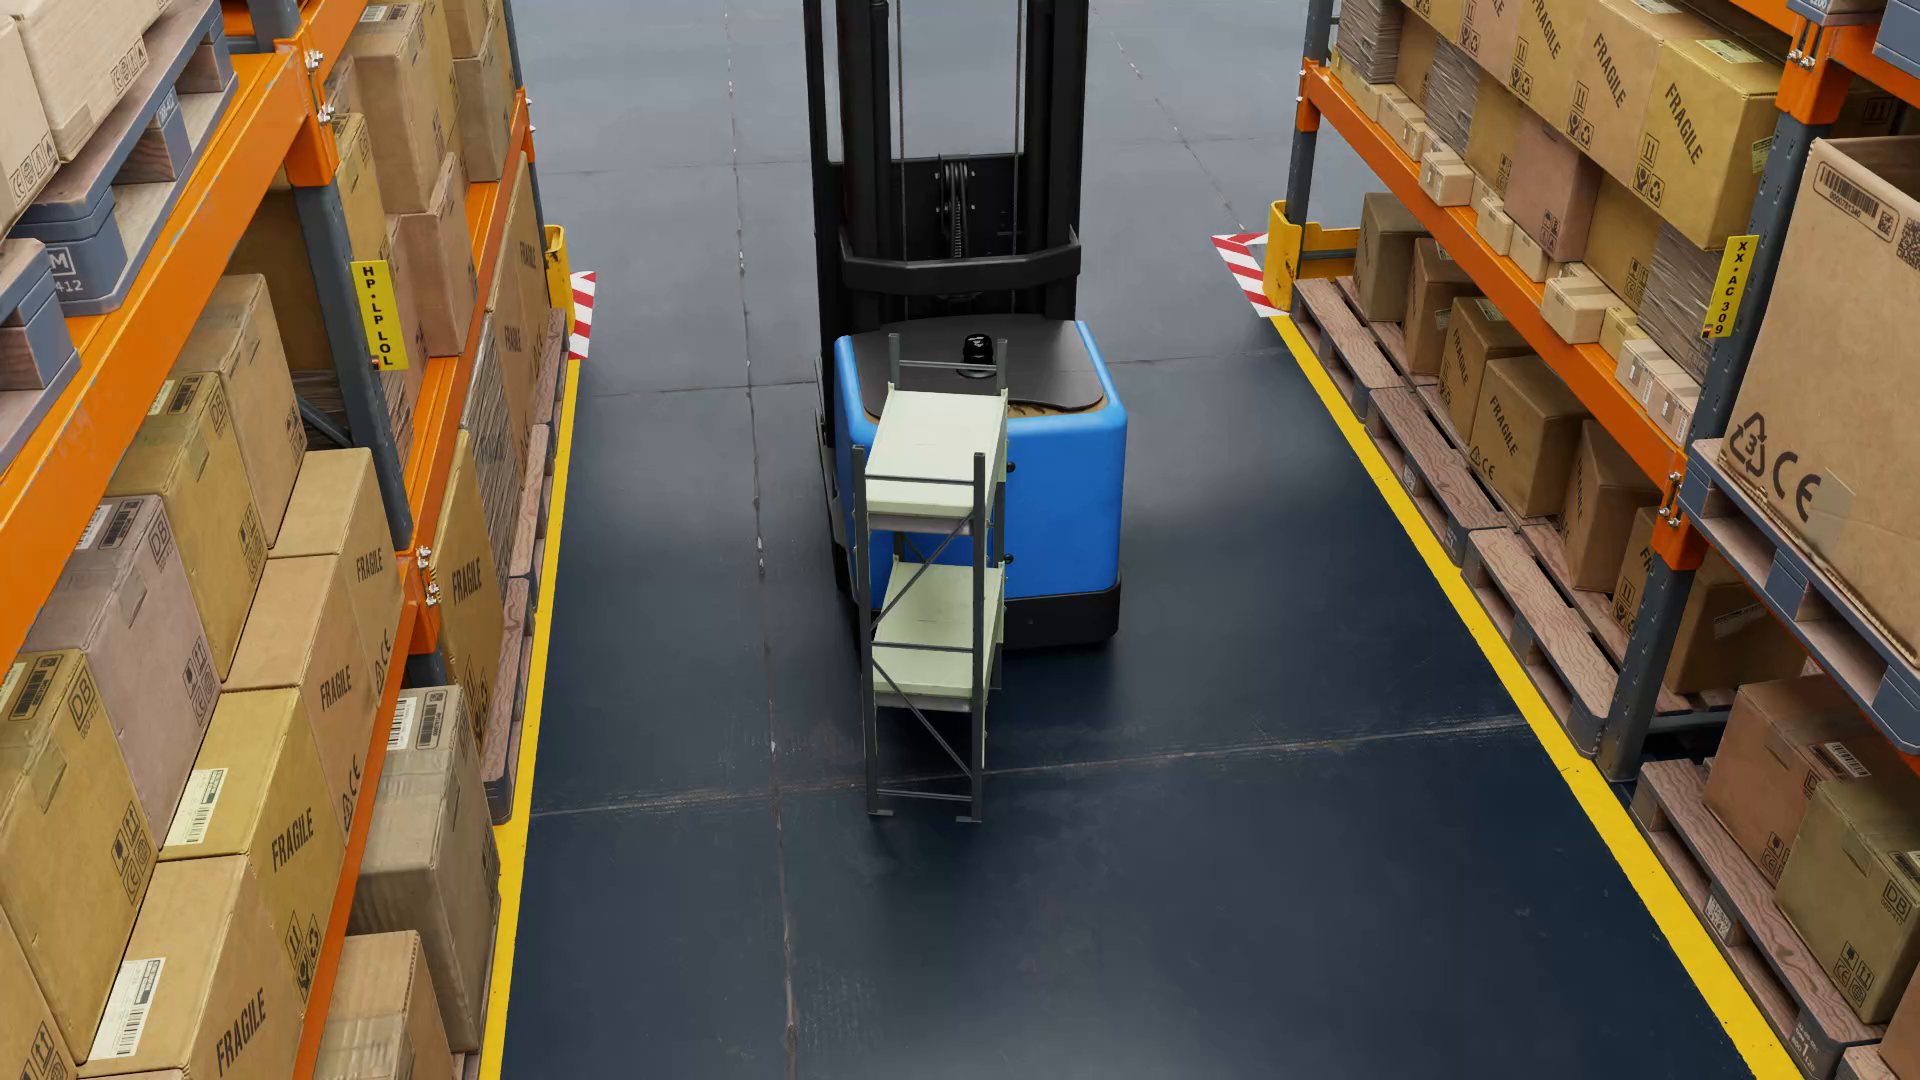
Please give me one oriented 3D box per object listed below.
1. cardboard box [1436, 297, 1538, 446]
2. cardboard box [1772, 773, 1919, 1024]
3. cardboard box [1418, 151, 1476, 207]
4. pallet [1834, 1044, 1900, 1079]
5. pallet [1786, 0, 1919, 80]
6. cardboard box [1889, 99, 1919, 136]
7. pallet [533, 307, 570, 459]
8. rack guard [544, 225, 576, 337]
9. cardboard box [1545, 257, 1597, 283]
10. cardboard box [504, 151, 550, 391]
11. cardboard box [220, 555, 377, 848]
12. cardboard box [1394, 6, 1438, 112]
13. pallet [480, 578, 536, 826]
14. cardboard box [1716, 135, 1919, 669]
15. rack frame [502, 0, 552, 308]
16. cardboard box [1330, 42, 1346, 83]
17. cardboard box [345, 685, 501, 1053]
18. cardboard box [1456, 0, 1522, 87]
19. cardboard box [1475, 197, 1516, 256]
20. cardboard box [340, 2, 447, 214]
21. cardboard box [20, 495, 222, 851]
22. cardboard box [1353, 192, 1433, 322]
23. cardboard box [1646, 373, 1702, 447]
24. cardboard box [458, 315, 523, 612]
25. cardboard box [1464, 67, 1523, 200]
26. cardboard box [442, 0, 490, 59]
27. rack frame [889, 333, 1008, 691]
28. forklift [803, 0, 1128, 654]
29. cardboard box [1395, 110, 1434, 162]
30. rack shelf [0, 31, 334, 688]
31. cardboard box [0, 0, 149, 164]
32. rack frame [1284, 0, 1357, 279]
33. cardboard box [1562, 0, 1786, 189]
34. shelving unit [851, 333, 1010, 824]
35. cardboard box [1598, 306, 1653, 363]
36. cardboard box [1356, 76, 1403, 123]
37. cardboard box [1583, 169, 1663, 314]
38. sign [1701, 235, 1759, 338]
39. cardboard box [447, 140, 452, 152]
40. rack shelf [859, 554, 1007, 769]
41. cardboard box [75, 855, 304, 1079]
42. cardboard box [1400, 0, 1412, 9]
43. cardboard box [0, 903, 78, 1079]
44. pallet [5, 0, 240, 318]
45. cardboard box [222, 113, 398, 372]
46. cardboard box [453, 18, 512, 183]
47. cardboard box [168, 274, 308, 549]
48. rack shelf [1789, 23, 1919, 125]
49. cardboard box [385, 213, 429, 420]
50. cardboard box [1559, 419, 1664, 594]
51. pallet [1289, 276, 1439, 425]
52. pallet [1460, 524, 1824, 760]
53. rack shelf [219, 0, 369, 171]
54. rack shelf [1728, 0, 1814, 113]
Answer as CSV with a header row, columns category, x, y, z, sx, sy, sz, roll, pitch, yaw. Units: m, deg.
category,x,y,z,sx,sy,sz,roll,pitch,yaw
cardboard box,2.523,-0.775,7.570,0.500,0.500,0.500,-1,34,-2
cardboard box,2.920,1.029,4.905,0.700,0.500,0.500,-5,35,-7
cardboard box,2.183,-1.541,7.070,0.380,0.149,0.250,-4,35,-6
pallet,3.087,1.835,4.370,1.003,0.211,1.213,-4,35,-6
pallet,2.791,-1.243,3.914,1.213,0.211,1.003,-4,35,-6
cardboard box,3.005,-1.282,5.226,0.500,0.500,0.500,-4,35,-6
pallet,-2.468,-0.754,8.169,1.003,0.211,1.213,-4,35,-6
rack guard,-2.656,-1.327,8.753,1.175,0.500,0.348,-4,35,-6
cardboard box,2.448,-0.993,6.266,0.380,0.149,0.250,-4,35,-6
cardboard box,-2.496,-1.269,7.962,0.875,0.875,0.875,-4,34,-6
cardboard box,-1.712,0.397,3.915,0.500,0.500,0.500,-5,35,-7
cardboard box,2.508,-2.251,7.537,0.875,0.500,0.500,-4,35,-6
pallet,-2.140,0.608,6.171,1.003,0.211,1.213,-4,35,-6
cardboard box,2.782,-0.401,4.270,1.000,1.000,1.000,-4,34,-6
rack frame,-2.653,-2.347,8.030,1.000,3.000,0.127,-4,35,-6
cardboard box,2.078,-2.385,8.309,0.380,0.149,0.250,-4,35,-6
cardboard box,-1.942,0.981,4.771,1.050,0.750,0.750,-5,35,-7
cardboard box,2.282,-2.079,6.396,0.500,0.500,0.500,-4,35,-6
cardboard box,2.306,-1.266,6.667,0.380,0.149,0.250,-4,35,-6
cardboard box,-2.256,-1.441,5.609,0.875,0.550,0.550,-4,35,-6
cardboard box,-1.904,0.277,3.204,0.700,0.500,0.500,-4,34,-6
cardboard box,2.343,-1.457,8.571,0.500,0.500,0.500,2,34,2
cardboard box,2.493,-0.428,5.437,0.380,0.149,0.250,-4,35,-6
cardboard box,-2.255,-0.269,6.495,0.875,0.875,0.875,-4,34,-6
cardboard box,2.588,-1.689,6.712,0.875,0.500,0.500,-4,35,-6
cardboard box,-2.476,-2.345,6.935,0.875,0.550,0.550,-4,35,-6
rack frame,-0.040,-0.058,6.004,0.400,1.500,0.023,4,34,5
forklift,-0.087,-1.562,6.940,1.130,2.935,3.031,-5,35,-7
cardboard box,2.192,-1.825,7.488,0.380,0.149,0.250,-4,35,-6
rack shelf,-1.846,0.059,2.475,1.077,0.370,4.000,-4,35,-6
cardboard box,-1.731,-0.835,2.819,0.500,0.250,0.500,-5,35,-7
rack frame,2.275,-2.666,8.498,1.000,3.000,0.127,-4,35,-6
cardboard box,2.412,-1.520,5.577,0.500,0.500,0.500,-4,35,-6
shelving unit,-0.082,0.147,5.703,0.431,1.500,0.755,4,34,5
cardboard box,2.495,-0.712,5.854,0.380,0.149,0.250,-4,35,-6
cardboard box,2.111,-2.103,7.896,0.380,0.149,0.250,-4,35,-6
cardboard box,2.782,-1.135,5.900,0.875,0.500,0.500,-4,35,-6
sign,2.277,-0.746,4.913,0.100,0.325,0.005,-4,35,-6
cardboard box,-2.400,-1.285,6.339,0.875,0.550,0.500,-4,35,-6
rack shelf,-0.082,0.416,5.887,0.431,0.370,0.720,4,34,5
cardboard box,-1.573,0.962,3.086,0.500,0.500,0.500,-5,35,-7
cardboard box,2.140,-2.636,7.214,0.500,0.500,0.500,-4,35,-6
cardboard box,-1.768,0.844,2.372,0.700,0.500,0.500,-5,35,-7
pallet,-1.943,-0.767,3.218,0.805,0.209,1.217,-6,35,-8
cardboard box,-2.131,-0.831,4.714,0.875,0.550,0.550,-4,35,-6
cardboard box,-2.463,-1.900,7.241,0.875,0.550,0.550,-4,35,-6
cardboard box,-2.043,-0.292,4.039,0.700,0.500,0.500,-5,35,-7
rack shelf,3.082,-0.260,2.943,1.077,0.370,4.000,-4,35,-6
cardboard box,-2.273,-0.687,5.461,0.875,0.550,0.550,-4,35,-6
cardboard box,2.715,-0.120,6.609,0.500,0.500,0.500,6,35,9
pallet,2.360,-1.015,8.552,1.003,0.211,1.213,-4,35,-6
pallet,2.688,0.346,6.554,1.003,0.211,1.213,-4,35,-6
rack shelf,-2.384,-2.173,5.750,1.077,0.370,4.000,-4,35,-6
rack shelf,2.544,-2.492,6.218,1.077,0.370,4.000,-4,35,-6
